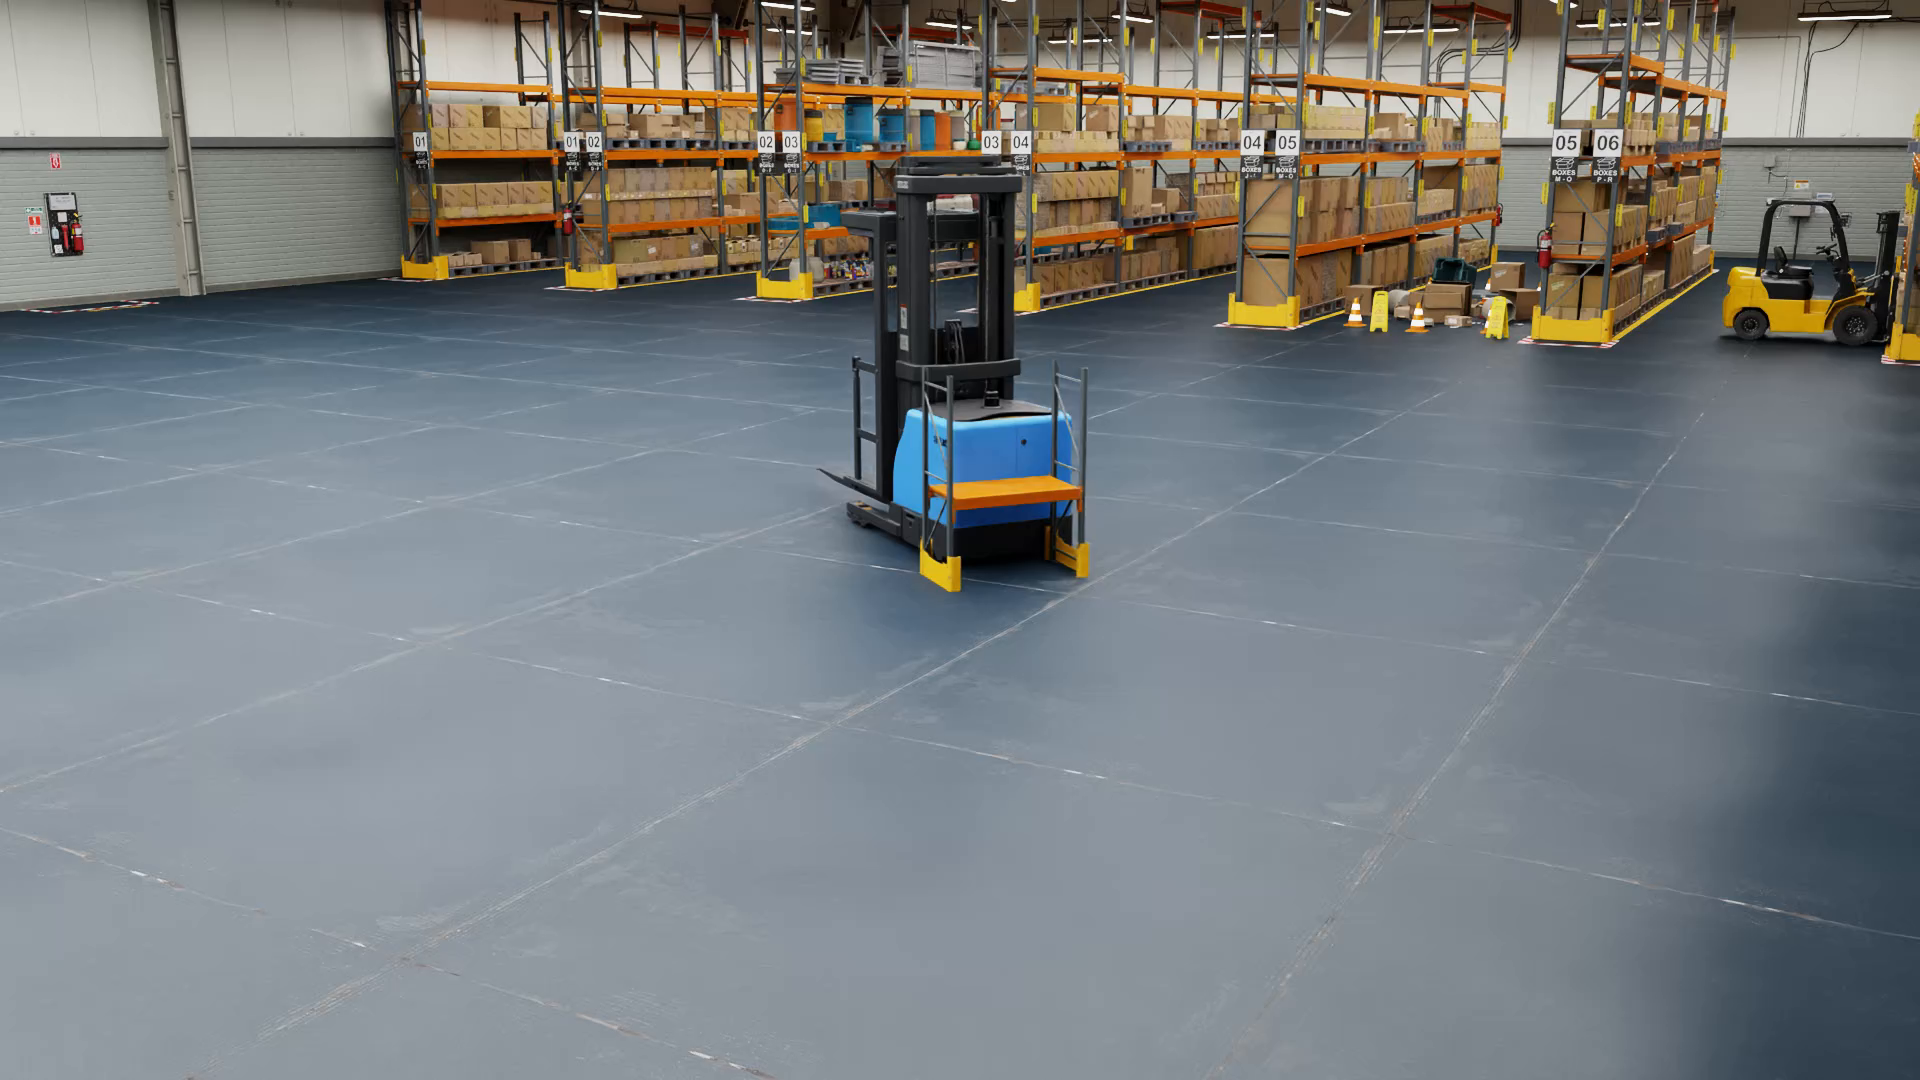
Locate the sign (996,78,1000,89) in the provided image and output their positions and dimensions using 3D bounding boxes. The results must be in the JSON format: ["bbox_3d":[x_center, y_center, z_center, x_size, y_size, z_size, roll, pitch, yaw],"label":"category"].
[{"bbox_3d":[0.877,-10.605,38.510,0.100,0.325,0.005,7,15,28],"label":"sign"}]

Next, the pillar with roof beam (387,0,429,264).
[{"bbox_3d":[-8.798,-10.058,35.552,9.100,9.000,0.548,7,15,28],"label":"pillar with roof beam"}]

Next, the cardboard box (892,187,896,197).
[{"bbox_3d":[-1.524,-9.411,45.457,0.500,0.500,0.500,8,16,30],"label":"cardboard box"}]

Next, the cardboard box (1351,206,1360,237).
[{"bbox_3d":[6.919,-5.938,30.942,0.875,0.550,0.550,7,15,28],"label":"cardboard box"}]

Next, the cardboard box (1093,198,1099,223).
[{"bbox_3d":[2.250,-6.534,32.887,0.875,0.500,0.500,7,15,28],"label":"cardboard box"}]

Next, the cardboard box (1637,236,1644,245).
[{"bbox_3d":[11.466,-5.127,28.436,0.380,0.149,0.250,8,16,29],"label":"cardboard box"}]

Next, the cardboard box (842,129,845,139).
[{"bbox_3d":[-3.263,-10.280,42.659,0.910,0.500,0.500,7,15,28],"label":"cardboard box"}]

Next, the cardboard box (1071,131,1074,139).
[{"bbox_3d":[1.934,-7.633,31.362,0.380,0.149,0.250,7,15,27],"label":"cardboard box"}]

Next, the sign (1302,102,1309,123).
[{"bbox_3d":[5.636,-6.979,27.146,0.100,0.325,0.005,7,15,28],"label":"sign"}]

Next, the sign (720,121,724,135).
[{"bbox_3d":[-5.389,-9.333,37.674,0.100,0.325,0.005,7,15,28],"label":"sign"}]

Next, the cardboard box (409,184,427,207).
[{"bbox_3d":[-12.106,-7.810,37.704,0.500,0.500,0.500,7,15,27],"label":"cardboard box"}]

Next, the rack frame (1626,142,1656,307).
[{"bbox_3d":[11.469,-5.402,29.039,1.000,3.000,0.127,7,15,28],"label":"rack frame"}]

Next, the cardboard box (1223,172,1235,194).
[{"bbox_3d":[6.018,-8.431,39.249,0.797,0.503,0.637,8,15,29],"label":"cardboard box"}]

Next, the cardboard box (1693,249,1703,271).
[{"bbox_3d":[16.166,-6.302,37.344,0.875,0.438,0.875,7,15,26],"label":"cardboard box"}]

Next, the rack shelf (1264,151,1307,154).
[{"bbox_3d":[7.628,-9.685,41.939,1.077,0.370,4.000,7,15,28],"label":"rack shelf"}]

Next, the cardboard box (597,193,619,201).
[{"bbox_3d":[-7.431,-7.247,35.096,0.380,0.149,0.250,7,15,28],"label":"cardboard box"}]

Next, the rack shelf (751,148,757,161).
[{"bbox_3d":[-5.380,-11.368,48.923,1.077,0.370,4.000,7,15,28],"label":"rack shelf"}]

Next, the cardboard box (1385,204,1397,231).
[{"bbox_3d":[8.310,-6.378,32.875,0.500,0.500,0.500,8,16,29],"label":"cardboard box"}]

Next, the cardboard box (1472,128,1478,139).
[{"bbox_3d":[11.642,-9.385,38.414,0.500,0.250,0.500,7,15,28],"label":"cardboard box"}]

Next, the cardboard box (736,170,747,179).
[{"bbox_3d":[-6.349,-10.292,46.834,0.500,0.250,0.500,8,16,29],"label":"cardboard box"}]

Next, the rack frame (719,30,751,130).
[{"bbox_3d":[-6.347,-12.766,46.785,1.000,3.000,0.127,7,15,28],"label":"rack frame"}]

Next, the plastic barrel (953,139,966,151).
[{"bbox_3d":[-0.018,-9.010,37.901,0.301,0.262,0.301,0,14,0],"label":"plastic barrel"}]

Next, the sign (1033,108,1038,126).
[{"bbox_3d":[1.336,-7.525,29.583,0.100,0.325,0.005,7,15,28],"label":"sign"}]

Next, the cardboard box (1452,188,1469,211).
[{"bbox_3d":[11.415,-7.849,38.344,0.500,0.500,0.500,7,15,27],"label":"cardboard box"}]

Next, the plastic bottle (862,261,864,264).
[{"bbox_3d":[-2.118,-5.882,35.888,0.061,0.283,0.133,7,15,28],"label":"plastic bottle"}]

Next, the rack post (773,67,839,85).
[{"bbox_3d":[-2.998,-9.079,32.559,0.937,0.300,0.954,9,16,34],"label":"rack post"}]

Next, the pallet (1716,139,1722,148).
[{"bbox_3d":[16.921,-9.125,38.274,1.003,0.211,1.213,7,15,28],"label":"pallet"}]

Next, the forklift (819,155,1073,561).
[{"bbox_3d":[-0.270,-1.570,13.294,1.130,2.935,3.031,-7,15,-26],"label":"forklift"}]

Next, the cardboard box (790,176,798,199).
[{"bbox_3d":[-5.369,-10.404,49.149,0.980,0.700,0.700,7,15,25],"label":"cardboard box"}]

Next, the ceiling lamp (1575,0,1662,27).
[{"bbox_3d":[16.446,-14.443,41.288,2.000,3.185,0.800,7,15,28],"label":"ceiling lamp"}]

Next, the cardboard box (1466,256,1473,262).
[{"bbox_3d":[12.004,-6.710,39.655,0.380,0.149,0.250,7,15,27],"label":"cardboard box"}]

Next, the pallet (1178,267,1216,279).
[{"bbox_3d":[5.175,-6.143,38.063,1.003,0.211,1.213,7,15,28],"label":"pallet"}]

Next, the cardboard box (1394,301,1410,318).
[{"bbox_3d":[7.869,-4.051,29.271,0.396,0.266,0.258,11,17,38],"label":"cardboard box"}]

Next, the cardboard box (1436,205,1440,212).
[{"bbox_3d":[10.309,-7.294,36.527,0.380,0.149,0.250,8,16,30],"label":"cardboard box"}]

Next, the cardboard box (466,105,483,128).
[{"bbox_3d":[-11.224,-9.645,37.851,0.500,0.500,0.500,8,16,30],"label":"cardboard box"}]

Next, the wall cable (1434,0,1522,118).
[{"bbox_3d":[14.346,-14.236,46.020,2.277,5.999,0.120,7,15,28],"label":"wall cable"}]

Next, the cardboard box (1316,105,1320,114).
[{"bbox_3d":[5.839,-7.234,27.964,0.380,0.149,0.250,7,15,27],"label":"cardboard box"}]

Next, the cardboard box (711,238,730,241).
[{"bbox_3d":[-5.685,-7.011,39.488,0.500,0.311,0.500,8,16,30],"label":"cardboard box"}]

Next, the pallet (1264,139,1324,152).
[{"bbox_3d":[5.503,-6.690,28.170,1.003,0.211,1.213,7,15,28],"label":"pallet"}]

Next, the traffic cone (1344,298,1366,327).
[{"bbox_3d":[6.653,-3.836,27.957,0.336,0.463,0.334,7,15,28],"label":"traffic cone"}]

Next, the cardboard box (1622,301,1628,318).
[{"bbox_3d":[10.674,-3.800,27.366,0.500,0.250,0.500,9,16,32],"label":"cardboard box"}]

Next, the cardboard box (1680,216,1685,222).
[{"bbox_3d":[14.351,-6.436,33.648,0.500,0.250,0.500,8,16,30],"label":"cardboard box"}]

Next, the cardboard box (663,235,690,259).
[{"bbox_3d":[-6.399,-6.555,37.196,0.500,0.500,0.500,7,15,28],"label":"cardboard box"}]

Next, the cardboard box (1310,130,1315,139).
[{"bbox_3d":[5.722,-6.796,27.851,0.380,0.149,0.250,8,15,29],"label":"cardboard box"}]

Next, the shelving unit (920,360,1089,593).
[{"bbox_3d":[0.319,-0.476,11.804,1.083,1.500,0.587,-6,15,-22],"label":"shelving unit"}]

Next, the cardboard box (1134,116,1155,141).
[{"bbox_3d":[3.563,-8.516,34.439,0.797,0.503,0.637,8,16,30],"label":"cardboard box"}]

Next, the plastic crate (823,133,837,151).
[{"bbox_3d":[-2.817,-8.141,34.035,0.392,0.384,0.575,7,15,28],"label":"plastic crate"}]

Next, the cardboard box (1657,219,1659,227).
[{"bbox_3d":[12.494,-5.777,30.235,0.380,0.149,0.250,8,15,28],"label":"cardboard box"}]

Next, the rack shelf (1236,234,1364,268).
[{"bbox_3d":[6.120,-5.182,29.662,1.077,0.370,4.000,7,15,28],"label":"rack shelf"}]

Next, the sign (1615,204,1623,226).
[{"bbox_3d":[10.011,-4.940,25.279,0.100,0.325,0.005,7,15,28],"label":"sign"}]

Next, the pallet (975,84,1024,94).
[{"bbox_3d":[0.768,-10.681,39.393,1.213,0.211,1.003,7,15,28],"label":"pallet"}]
